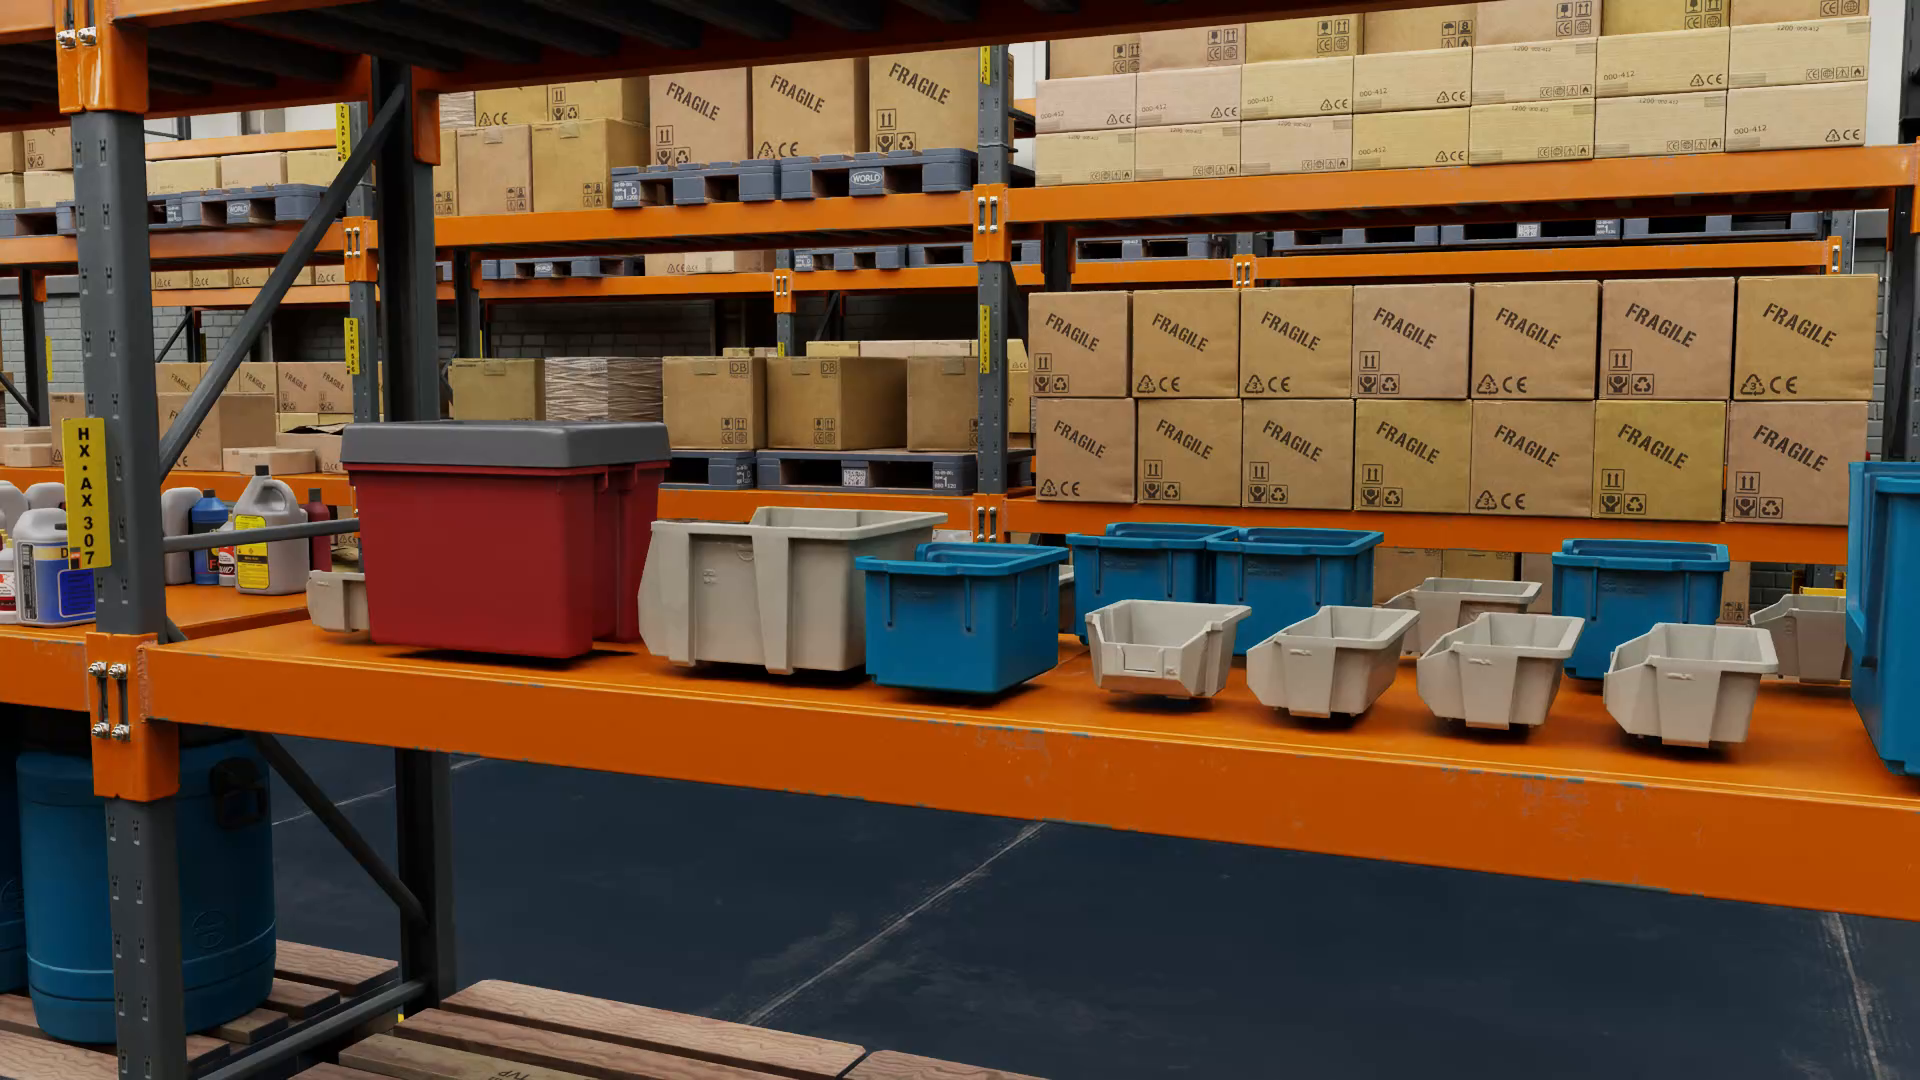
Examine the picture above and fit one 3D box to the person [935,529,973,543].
[{"bbox_3d":[0.057,-0.171,12.016,0.634,1.789,0.693,-1,6,-11],"label":"person"}]
